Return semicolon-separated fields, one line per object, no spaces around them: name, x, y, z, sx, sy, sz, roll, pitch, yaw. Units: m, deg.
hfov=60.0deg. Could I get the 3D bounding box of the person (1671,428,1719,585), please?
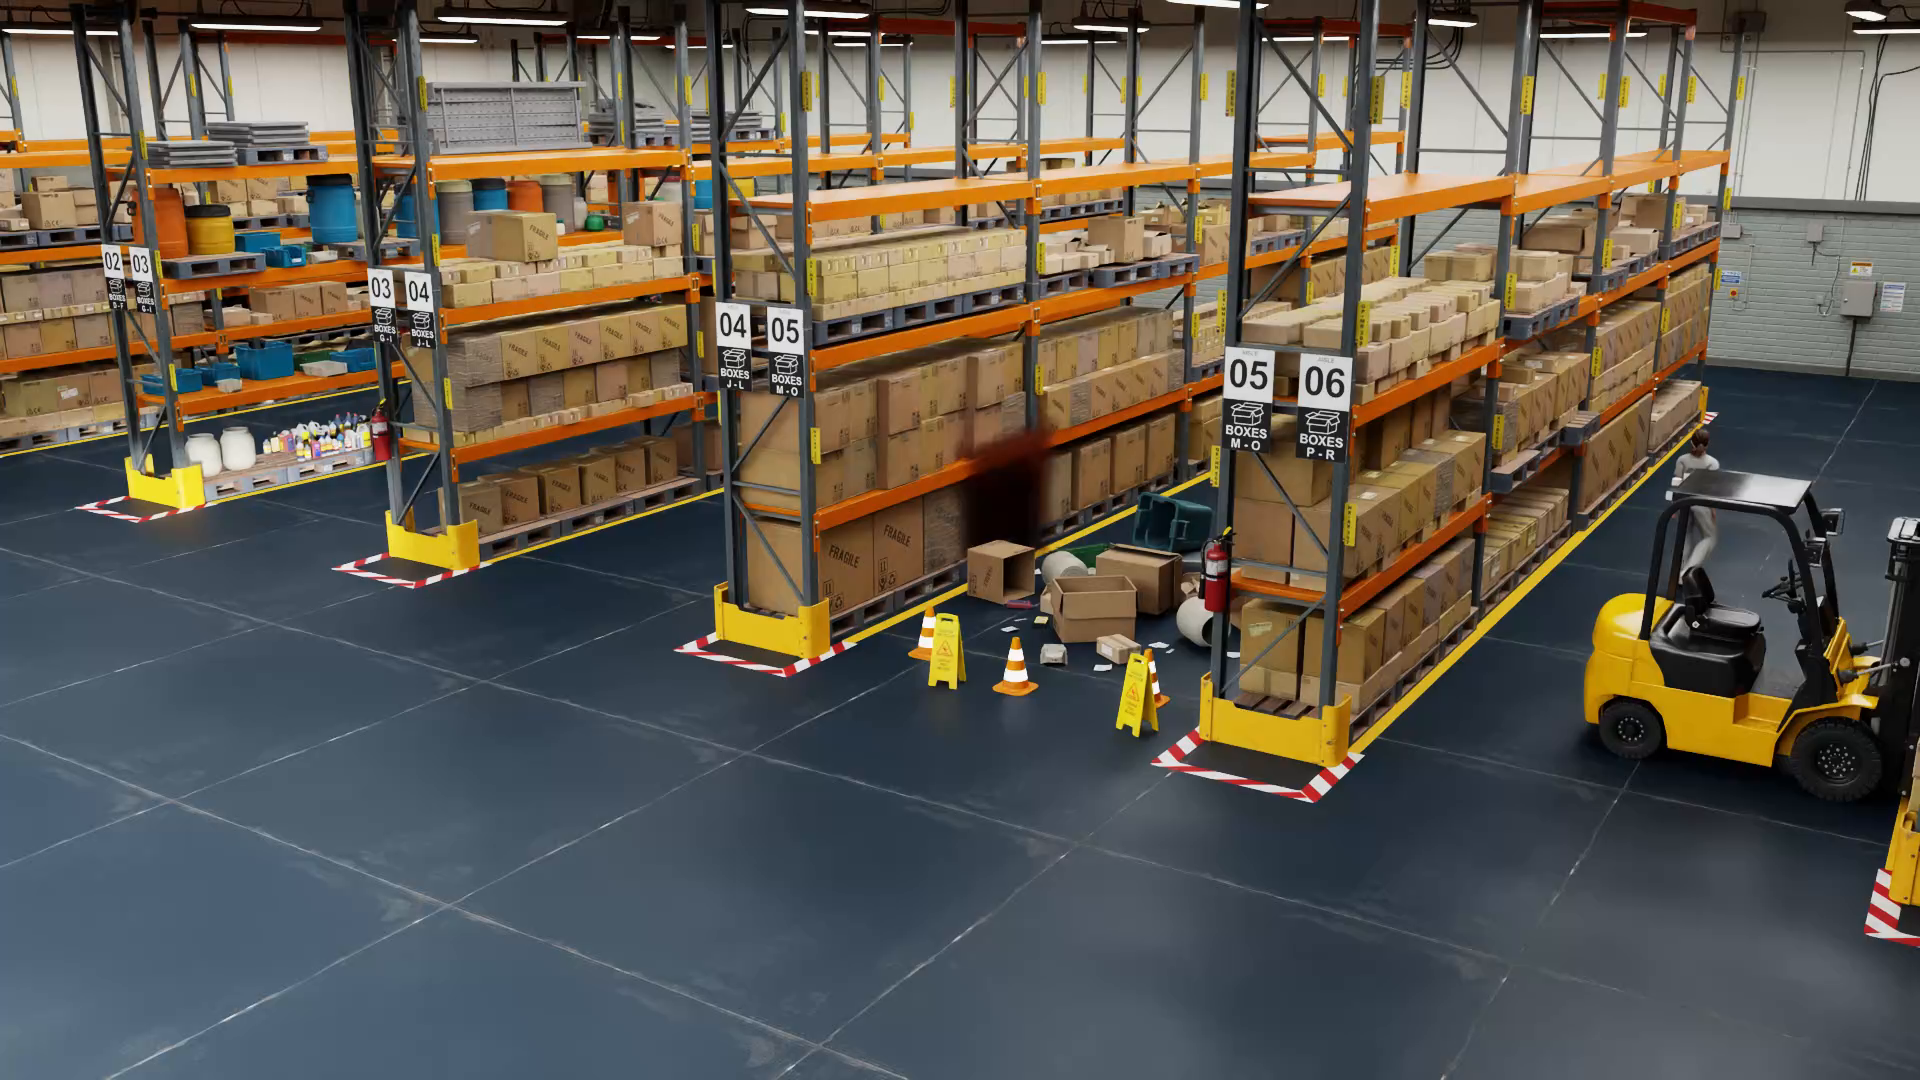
person;7.647;-0.329;17.317;0.498;1.669;0.515;12;20;37
